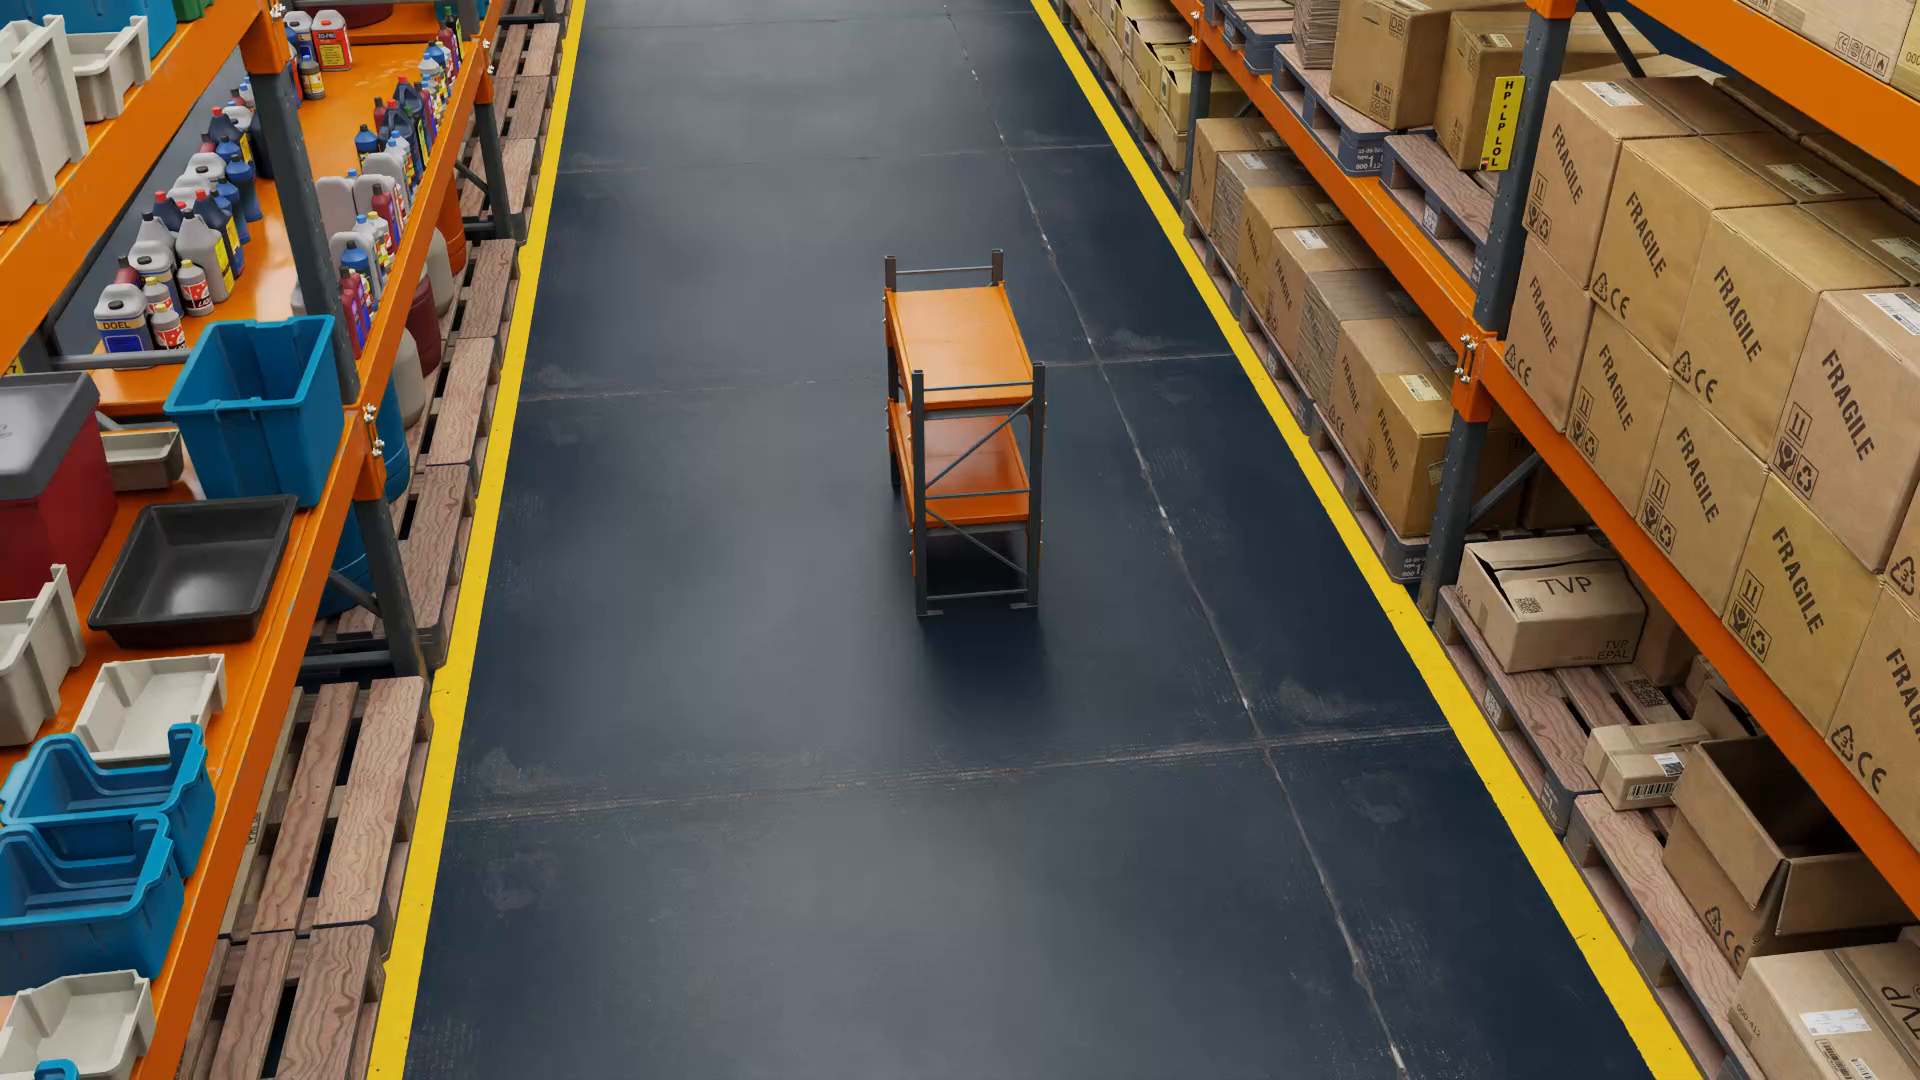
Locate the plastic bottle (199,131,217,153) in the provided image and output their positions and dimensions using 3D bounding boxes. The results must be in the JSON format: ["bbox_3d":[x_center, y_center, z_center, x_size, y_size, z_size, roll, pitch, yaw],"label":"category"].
[{"bbox_3d":[-3.143,-1.560,6.980,0.061,0.283,0.133,-4,35,-6],"label":"plastic bottle"}]

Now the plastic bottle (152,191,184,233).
[{"bbox_3d":[-3.000,-1.169,6.345,0.144,0.351,0.185,-4,35,-6],"label":"plastic bottle"}]

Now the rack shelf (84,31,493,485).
[{"bbox_3d":[-2.796,-1.416,7.304,1.077,0.370,4.000,-4,35,-6],"label":"rack shelf"}]

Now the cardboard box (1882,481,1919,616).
[{"bbox_3d":[2.444,0.009,3.597,0.500,0.500,0.500,-3,34,-5],"label":"cardboard box"}]

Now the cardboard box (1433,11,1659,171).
[{"bbox_3d":[2.384,-1.846,6.833,0.700,0.500,0.500,1,34,1],"label":"cardboard box"}]

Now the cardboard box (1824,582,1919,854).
[{"bbox_3d":[2.455,0.423,3.877,0.500,0.500,0.500,-4,34,-6],"label":"cardboard box"}]

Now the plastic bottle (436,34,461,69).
[{"bbox_3d":[-2.590,-2.489,8.414,0.097,0.201,0.097,0,34,0],"label":"plastic bottle"}]

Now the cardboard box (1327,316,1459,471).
[{"bbox_3d":[1.973,-0.650,7.369,0.500,0.500,0.500,-4,35,-6],"label":"cardboard box"}]

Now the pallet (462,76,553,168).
[{"bbox_3d":[-3.292,-2.792,11.160,1.003,0.211,1.213,-4,35,-6],"label":"pallet"}]

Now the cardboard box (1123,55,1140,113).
[{"bbox_3d":[1.394,-3.084,11.180,0.500,0.250,0.500,-4,34,-5],"label":"cardboard box"}]

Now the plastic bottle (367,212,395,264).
[{"bbox_3d":[-2.276,-1.182,6.498,0.097,0.201,0.097,0,34,0],"label":"plastic bottle"}]

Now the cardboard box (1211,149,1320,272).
[{"bbox_3d":[1.698,-1.784,9.034,0.500,0.500,0.500,-6,35,-8],"label":"cardboard box"}]

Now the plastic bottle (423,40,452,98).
[{"bbox_3d":[-2.533,-2.280,8.046,0.097,0.271,0.097,0,34,0],"label":"plastic bottle"}]

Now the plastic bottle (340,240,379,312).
[{"bbox_3d":[-2.218,-0.973,6.129,0.097,0.271,0.097,0,34,0],"label":"plastic bottle"}]

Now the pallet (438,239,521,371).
[{"bbox_3d":[-2.918,-1.241,8.883,1.003,0.211,1.213,-4,35,-6],"label":"pallet"}]

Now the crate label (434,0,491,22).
[{"bbox_3d":[-2.750,-3.024,9.173,0.303,0.233,0.416,-4,35,-6],"label":"crate label"}]

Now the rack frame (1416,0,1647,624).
[{"bbox_3d":[2.382,-0.971,6.011,1.000,3.000,0.127,-4,35,-6],"label":"rack frame"}]

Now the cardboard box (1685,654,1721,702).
[{"bbox_3d":[2.849,0.527,5.954,0.380,0.149,0.250,-4,35,-6],"label":"cardboard box"}]

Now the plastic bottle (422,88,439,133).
[{"bbox_3d":[-2.468,-1.979,7.667,0.097,0.201,0.097,0,34,0],"label":"plastic bottle"}]

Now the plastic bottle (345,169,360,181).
[{"bbox_3d":[-2.489,-1.429,6.860,0.097,0.201,0.097,0,34,0],"label":"plastic bottle"}]

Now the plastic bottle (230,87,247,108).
[{"bbox_3d":[-3.217,-1.867,7.430,0.061,0.283,0.133,-4,35,-6],"label":"plastic bottle"}]

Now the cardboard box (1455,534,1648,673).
[{"bbox_3d":[2.224,0.209,6.276,0.500,0.311,0.500,-4,35,-6],"label":"cardboard box"}]

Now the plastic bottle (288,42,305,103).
[{"bbox_3d":[-3.265,-2.254,8.005,0.152,0.276,0.135,-4,35,-6],"label":"plastic bottle"}]

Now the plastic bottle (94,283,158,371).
[{"bbox_3d":[-2.900,-0.742,5.785,0.152,0.276,0.135,-4,35,-6],"label":"plastic bottle"}]

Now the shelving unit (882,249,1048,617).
[{"bbox_3d":[0.001,-0.461,6.928,0.538,1.125,1.048,-4,35,-6],"label":"shelving unit"}]

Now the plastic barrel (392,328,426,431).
[{"bbox_3d":[-2.666,-0.765,7.545,0.421,0.512,0.421,0,34,0],"label":"plastic barrel"}]

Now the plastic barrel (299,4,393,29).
[{"bbox_3d":[-3.428,-3.122,9.047,0.600,0.536,0.708,-4,35,-6],"label":"plastic barrel"}]

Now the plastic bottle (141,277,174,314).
[{"bbox_3d":[-2.901,-0.853,6.014,0.097,0.201,0.097,0,34,0],"label":"plastic bottle"}]

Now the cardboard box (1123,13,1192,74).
[{"bbox_3d":[1.388,-3.317,11.024,0.500,0.311,0.500,-5,35,-7],"label":"cardboard box"}]

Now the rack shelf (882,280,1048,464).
[{"bbox_3d":[0.001,-0.703,6.763,0.538,0.278,1.000,-4,35,-6],"label":"rack shelf"}]

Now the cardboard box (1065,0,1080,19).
[{"bbox_3d":[1.115,-4.228,12.860,0.500,0.250,0.500,-5,35,-8],"label":"cardboard box"}]

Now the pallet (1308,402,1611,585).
[{"bbox_3d":[2.235,-0.269,7.458,1.003,0.211,1.213,-4,35,-6],"label":"pallet"}]

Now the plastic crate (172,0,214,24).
[{"bbox_3d":[-2.171,-1.536,4.365,0.450,0.188,0.662,-4,35,-6],"label":"plastic crate"}]

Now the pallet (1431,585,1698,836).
[{"bbox_3d":[2.473,0.565,6.234,1.003,0.211,1.213,-4,35,-6],"label":"pallet"}]

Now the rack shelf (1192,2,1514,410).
[{"bbox_3d":[2.113,-1.790,7.851,1.077,0.370,4.000,-4,35,-6],"label":"rack shelf"}]

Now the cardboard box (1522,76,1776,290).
[{"bbox_3d":[2.166,-1.141,5.284,0.500,0.500,0.500,-4,34,-5],"label":"cardboard box"}]

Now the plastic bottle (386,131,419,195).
[{"bbox_3d":[-2.369,-1.599,7.047,0.097,0.271,0.097,0,34,0],"label":"plastic bottle"}]

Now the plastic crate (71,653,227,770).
[{"bbox_3d":[-1.995,0.435,4.128,0.293,0.136,0.466,-4,35,-6],"label":"plastic crate"}]

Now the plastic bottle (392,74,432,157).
[{"bbox_3d":[-2.454,-1.886,7.398,0.144,0.351,0.185,-4,35,-6],"label":"plastic bottle"}]

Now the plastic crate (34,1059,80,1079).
[{"bbox_3d":[-1.785,1.149,2.996,0.416,0.233,0.300,-4,35,-6],"label":"plastic crate"}]

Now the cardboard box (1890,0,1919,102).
[{"bbox_3d":[2.402,-1.021,3.554,0.500,0.250,0.500,-4,35,-6],"label":"cardboard box"}]

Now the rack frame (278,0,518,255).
[{"bbox_3d":[-3.065,-2.830,8.739,1.000,3.000,0.127,-4,35,-6],"label":"rack frame"}]

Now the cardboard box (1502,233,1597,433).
[{"bbox_3d":[2.180,-0.707,5.535,0.500,0.500,0.500,-4,34,-5],"label":"cardboard box"}]

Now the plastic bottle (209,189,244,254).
[{"bbox_3d":[-2.896,-1.245,6.528,0.097,0.271,0.097,0,34,0],"label":"plastic bottle"}]

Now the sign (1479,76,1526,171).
[{"bbox_3d":[1.832,-1.405,5.620,0.100,0.325,0.005,-4,35,-6],"label":"sign"}]

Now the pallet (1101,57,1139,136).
[{"bbox_3d":[1.611,-3.192,11.747,1.003,0.211,1.213,-4,35,-6],"label":"pallet"}]

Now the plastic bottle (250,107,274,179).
[{"bbox_3d":[-2.991,-1.767,7.223,0.144,0.351,0.185,-4,35,-6],"label":"plastic bottle"}]
